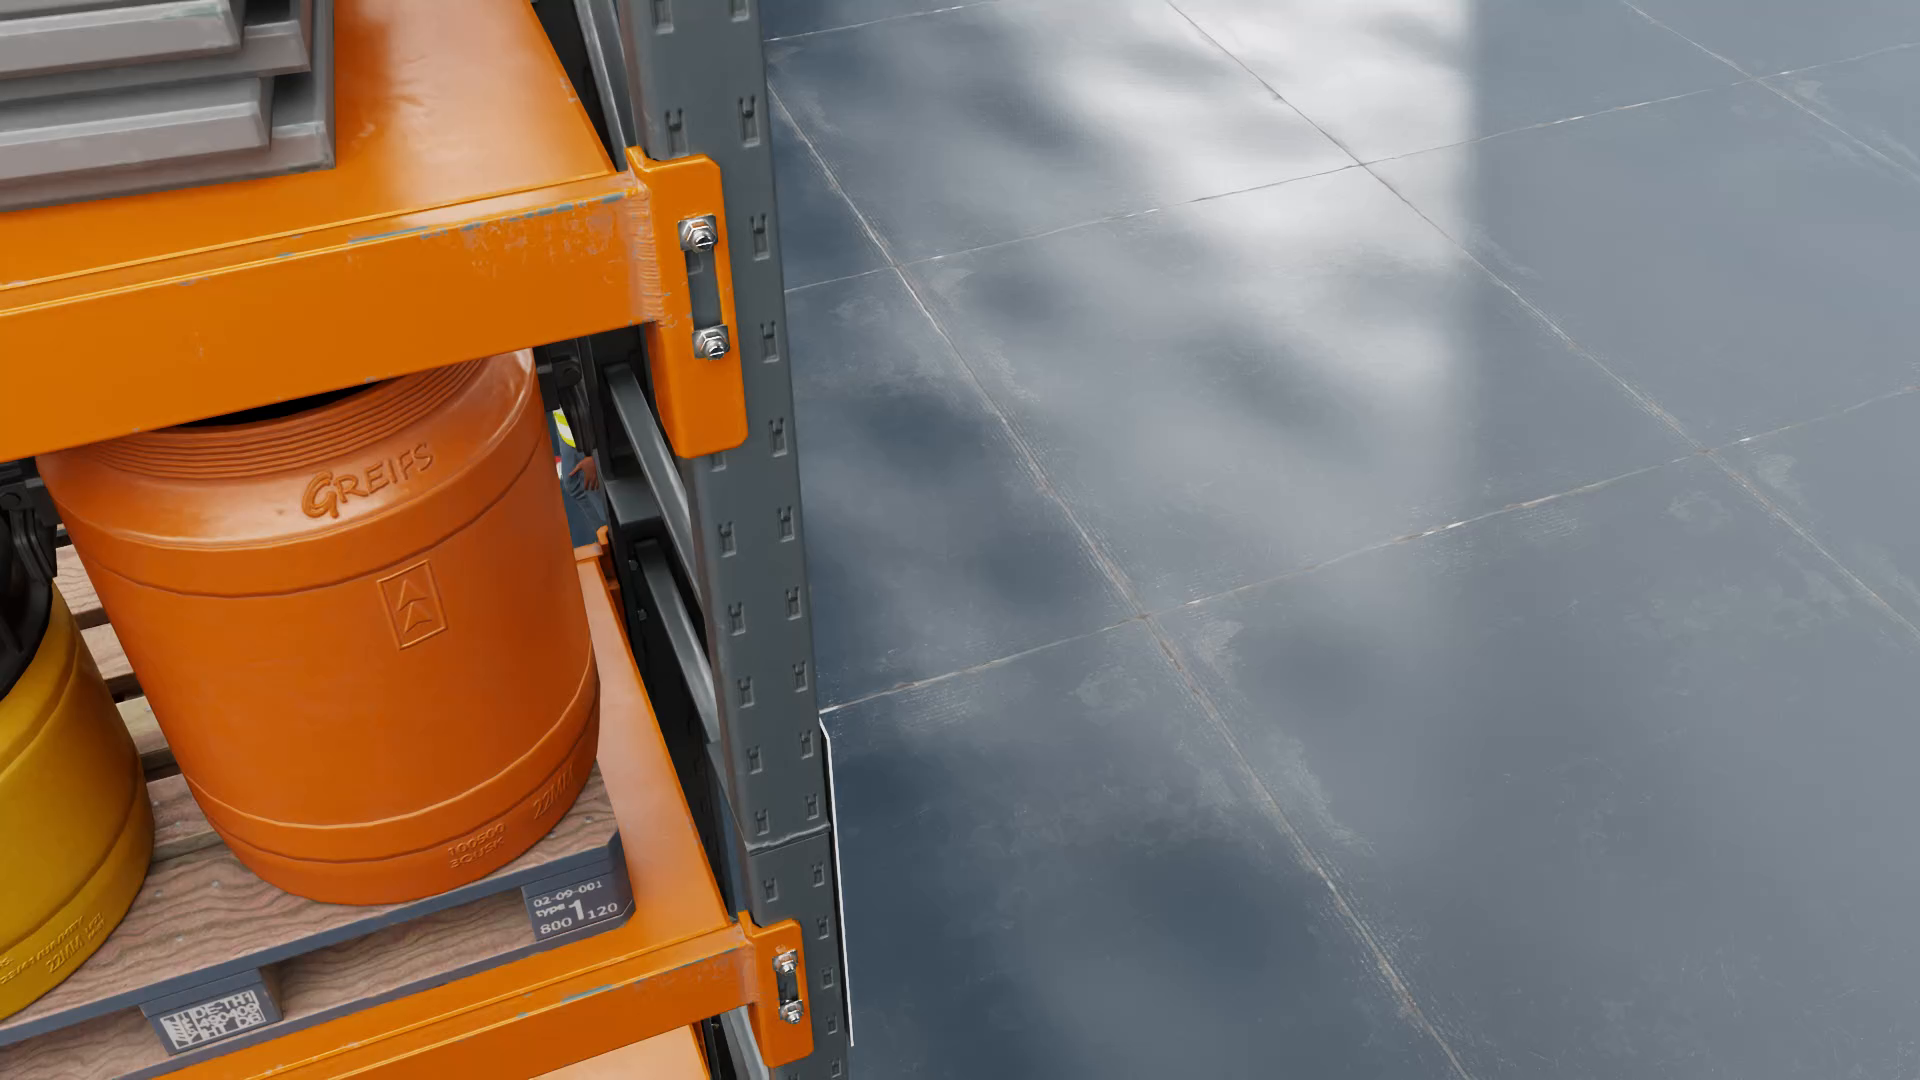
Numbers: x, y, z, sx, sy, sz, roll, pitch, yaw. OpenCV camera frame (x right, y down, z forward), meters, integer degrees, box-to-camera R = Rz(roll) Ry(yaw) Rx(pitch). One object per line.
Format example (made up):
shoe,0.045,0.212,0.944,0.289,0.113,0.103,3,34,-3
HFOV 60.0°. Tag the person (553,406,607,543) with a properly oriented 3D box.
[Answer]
person,-1.480,-0.460,6.679,0.437,1.770,0.564,-14,43,-16
